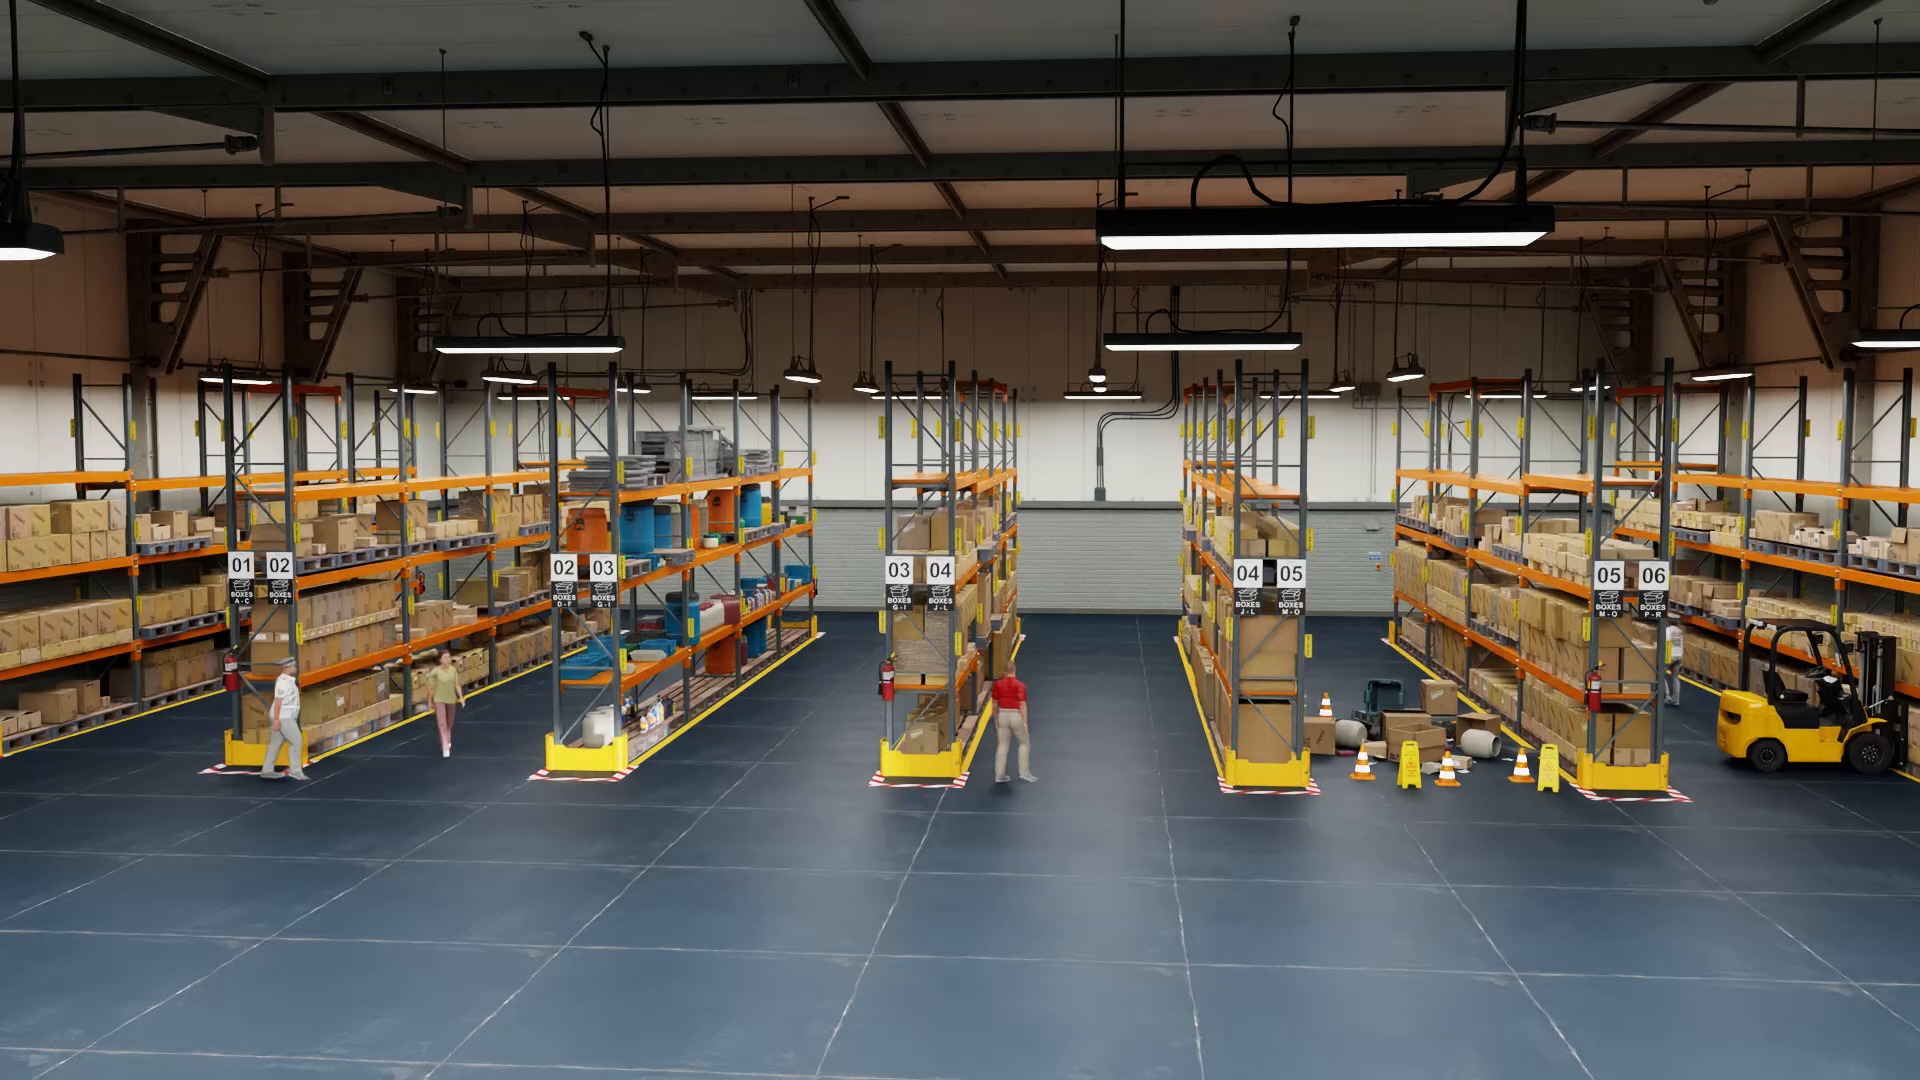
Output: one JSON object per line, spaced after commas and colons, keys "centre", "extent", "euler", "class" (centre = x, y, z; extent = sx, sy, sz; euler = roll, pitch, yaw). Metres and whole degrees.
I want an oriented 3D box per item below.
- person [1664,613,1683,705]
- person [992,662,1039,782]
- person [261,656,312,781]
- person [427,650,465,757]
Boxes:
{"centre": [12.970, 2.183, 30.331], "extent": [0.518, 1.700, 0.370], "euler": [-2, 4, -27], "class": "person"}
{"centre": [0.734, 2.608, 23.696], "extent": [0.641, 1.756, 0.639], "euler": [2, 4, 25], "class": "person"}
{"centre": [-9.708, 2.577, 23.881], "extent": [0.662, 1.804, 0.560], "euler": [-2, 4, -28], "class": "person"}
{"centre": [-7.939, 2.488, 25.657], "extent": [0.522, 1.603, 1.106], "euler": [-2, 4, -29], "class": "person"}
